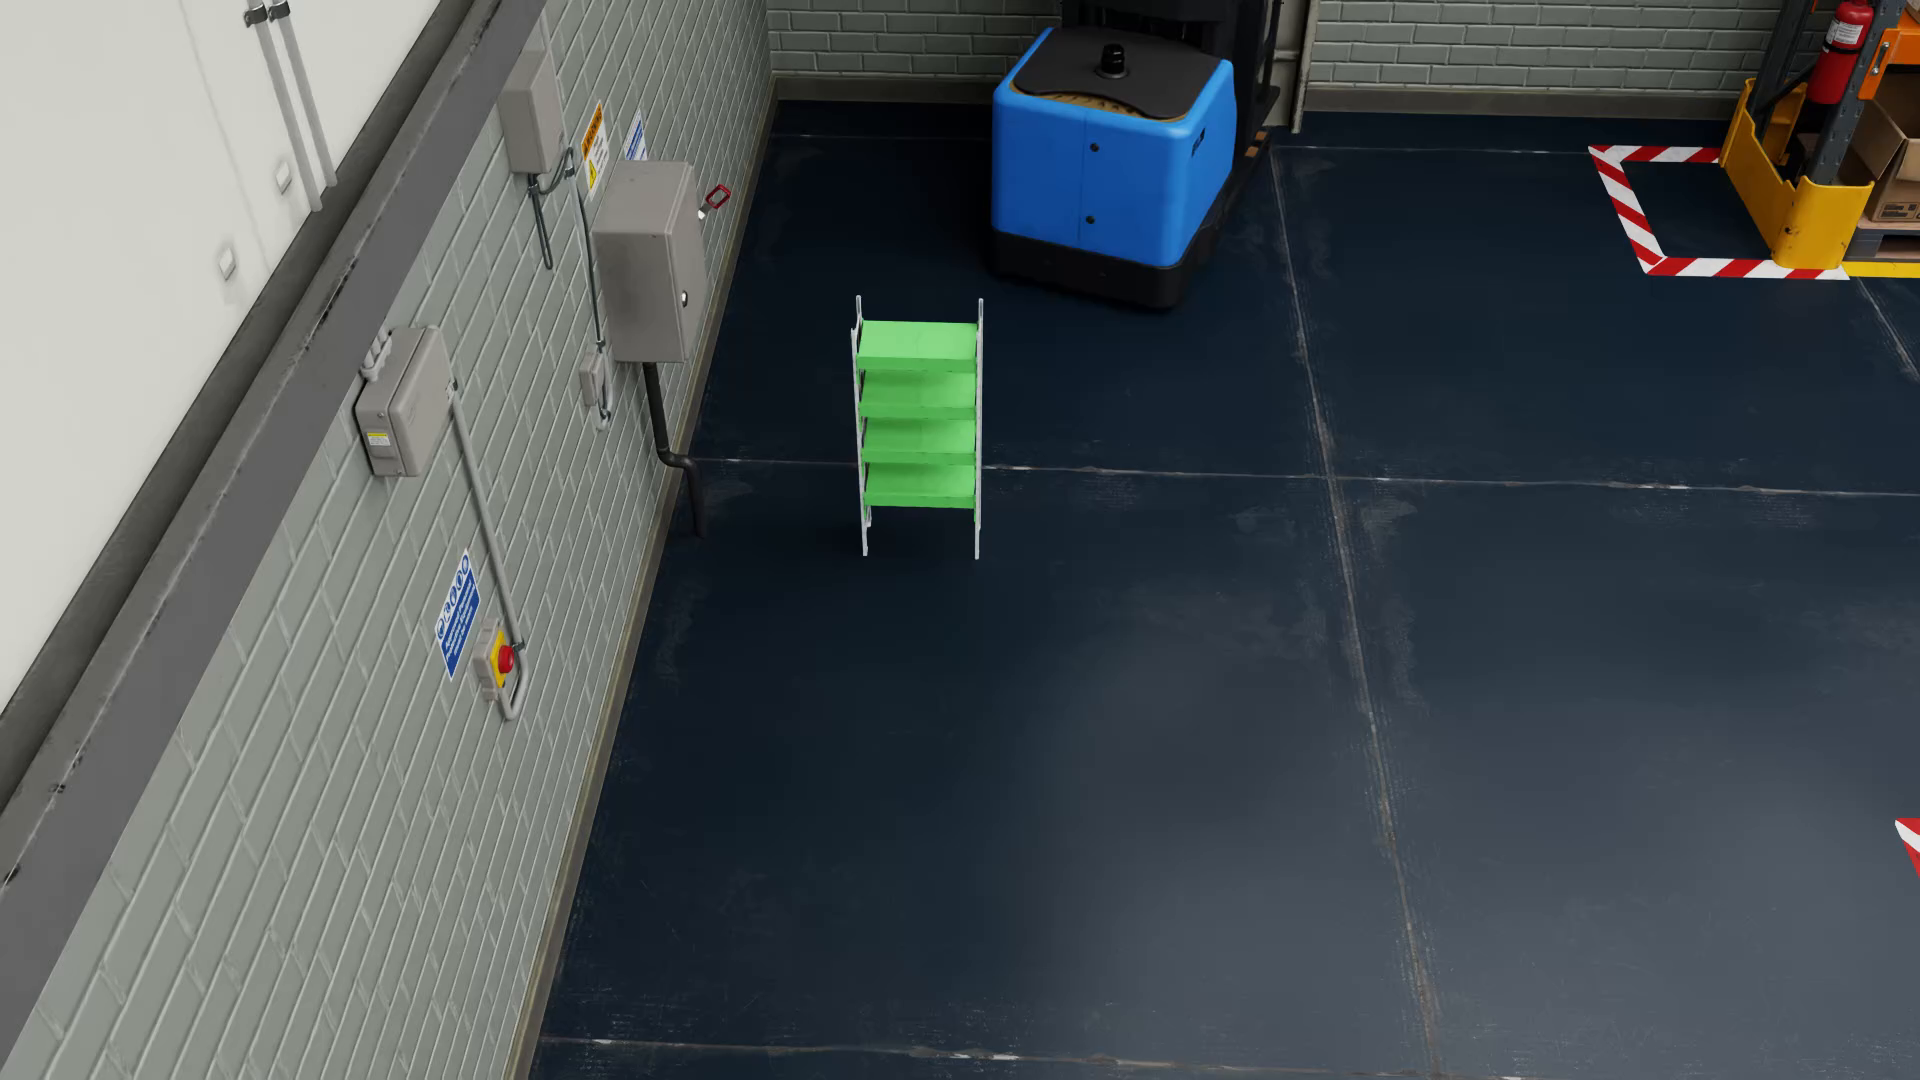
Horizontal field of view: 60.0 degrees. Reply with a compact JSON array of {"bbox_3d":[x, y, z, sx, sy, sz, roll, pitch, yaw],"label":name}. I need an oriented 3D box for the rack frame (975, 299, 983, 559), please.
[{"bbox_3d":[0.078,-0.437,6.924,0.015,1.200,0.240,2,43,2],"label":"rack frame"}]

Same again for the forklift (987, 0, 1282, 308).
[{"bbox_3d":[1.177,-3.275,8.700,1.130,2.935,3.031,16,45,16],"label":"forklift"}]

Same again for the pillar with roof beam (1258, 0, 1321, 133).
[{"bbox_3d":[1.650,-2.905,3.852,0.400,9.000,9.100,2,43,2],"label":"pillar with roof beam"}]

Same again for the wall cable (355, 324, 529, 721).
[{"bbox_3d":[-1.357,-0.106,4.480,0.123,1.953,0.585,2,43,2],"label":"wall cable"}]

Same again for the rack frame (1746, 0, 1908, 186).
[{"bbox_3d":[4.497,-2.945,8.296,0.127,3.000,1.000,2,43,2],"label":"rack frame"}]

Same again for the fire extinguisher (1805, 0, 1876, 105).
[{"bbox_3d":[4.329,-2.470,8.117,0.183,0.674,0.296,2,43,2],"label":"fire extinguisher"}]

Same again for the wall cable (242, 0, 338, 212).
[{"bbox_3d":[-1.418,-1.743,2.605,0.029,3.000,0.463,2,43,2],"label":"wall cable"}]

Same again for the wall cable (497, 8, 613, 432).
[{"bbox_3d":[-1.305,-1.060,5.528,0.122,1.984,0.588,2,43,2],"label":"wall cable"}]

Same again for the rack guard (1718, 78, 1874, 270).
[{"bbox_3d":[4.572,-2.028,9.146,0.348,0.500,1.175,2,43,2],"label":"rack guard"}]

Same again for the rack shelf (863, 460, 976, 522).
[{"bbox_3d":[-0.165,-0.222,7.139,0.480,0.148,0.258,2,43,2],"label":"rack shelf"}]

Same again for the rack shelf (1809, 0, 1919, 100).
[{"bbox_3d":[6.494,-2.621,8.476,4.000,0.370,1.077,2,43,2],"label":"rack shelf"}]

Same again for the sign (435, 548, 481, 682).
[{"bbox_3d":[-1.421,0.210,4.711,0.001,0.218,0.327,2,43,2],"label":"sign"}]

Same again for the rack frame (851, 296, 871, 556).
[{"bbox_3d":[-0.409,-0.452,6.940,0.015,1.200,0.240,2,43,2],"label":"rack frame"}]

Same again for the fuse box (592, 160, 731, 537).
[{"bbox_3d":[-1.117,-0.677,6.807,0.414,1.711,0.539,2,43,2],"label":"fuse box"}]

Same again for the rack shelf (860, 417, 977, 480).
[{"bbox_3d":[-0.165,-0.397,6.975,0.480,0.148,0.258,2,43,2],"label":"rack shelf"}]

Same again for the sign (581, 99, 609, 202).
[{"bbox_3d":[-1.326,-1.419,6.052,0.001,0.242,0.339,2,43,2],"label":"sign"}]

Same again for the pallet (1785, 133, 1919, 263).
[{"bbox_3d":[5.369,-1.899,9.219,1.213,0.211,1.003,2,43,2],"label":"pallet"}]

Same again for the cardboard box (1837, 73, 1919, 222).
[{"bbox_3d":[5.103,-2.102,8.915,0.637,0.503,0.797,0,43,0],"label":"cardboard box"}]

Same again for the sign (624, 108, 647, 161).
[{"bbox_3d":[-1.302,-1.456,6.768,0.001,0.494,0.329,2,43,2],"label":"sign"}]

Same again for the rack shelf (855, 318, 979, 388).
[{"bbox_3d":[-0.165,-0.749,6.648,0.480,0.148,0.258,2,43,2],"label":"rack shelf"}]

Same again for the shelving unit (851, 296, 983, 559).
[{"bbox_3d":[-0.165,-0.444,6.932,0.503,1.200,0.258,2,43,2],"label":"shelving unit"}]

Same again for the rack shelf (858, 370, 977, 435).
[{"bbox_3d":[-0.165,-0.573,6.812,0.480,0.148,0.258,2,43,2],"label":"rack shelf"}]
